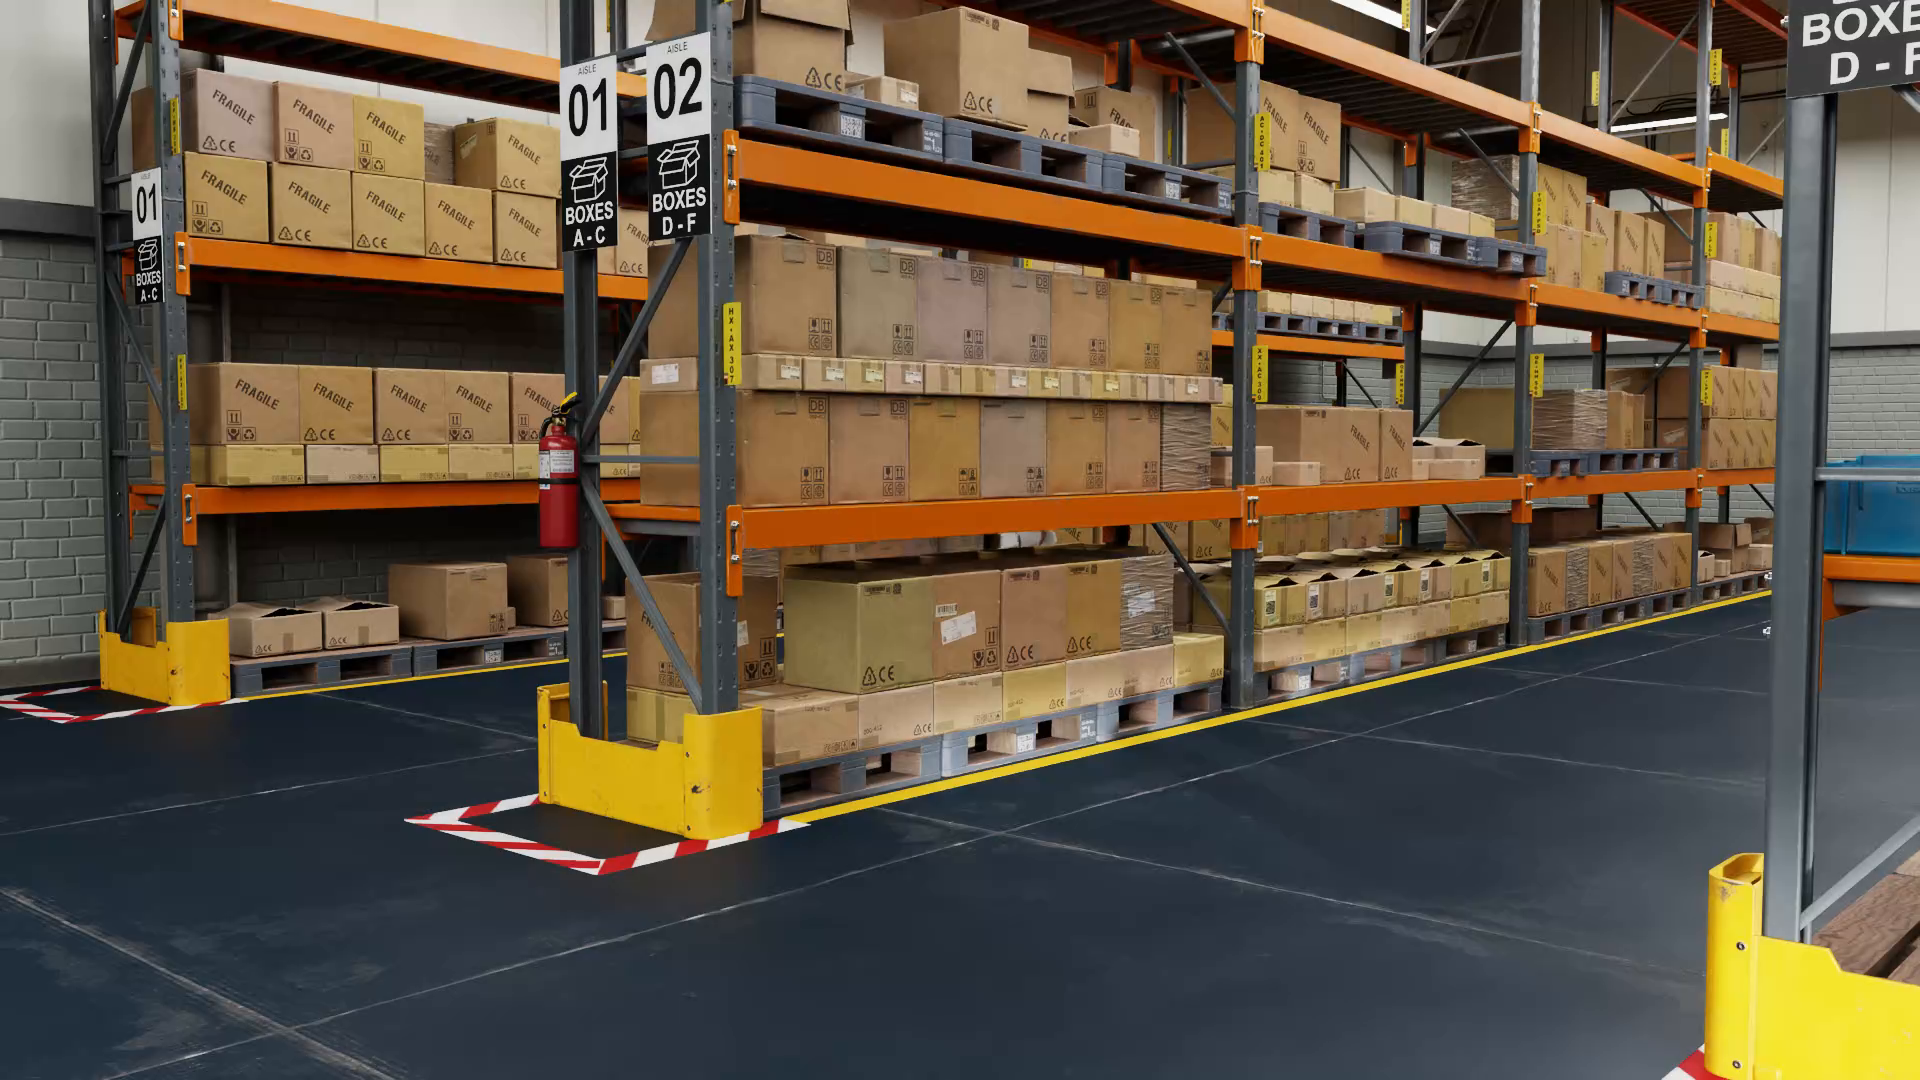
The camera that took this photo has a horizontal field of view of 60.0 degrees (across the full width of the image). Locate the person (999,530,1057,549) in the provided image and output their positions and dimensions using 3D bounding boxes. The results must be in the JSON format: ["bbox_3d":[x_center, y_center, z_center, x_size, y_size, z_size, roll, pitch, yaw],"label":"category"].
[{"bbox_3d":[0.515,-0.158,13.940,0.588,1.754,0.805,2,4,34],"label":"person"}]
